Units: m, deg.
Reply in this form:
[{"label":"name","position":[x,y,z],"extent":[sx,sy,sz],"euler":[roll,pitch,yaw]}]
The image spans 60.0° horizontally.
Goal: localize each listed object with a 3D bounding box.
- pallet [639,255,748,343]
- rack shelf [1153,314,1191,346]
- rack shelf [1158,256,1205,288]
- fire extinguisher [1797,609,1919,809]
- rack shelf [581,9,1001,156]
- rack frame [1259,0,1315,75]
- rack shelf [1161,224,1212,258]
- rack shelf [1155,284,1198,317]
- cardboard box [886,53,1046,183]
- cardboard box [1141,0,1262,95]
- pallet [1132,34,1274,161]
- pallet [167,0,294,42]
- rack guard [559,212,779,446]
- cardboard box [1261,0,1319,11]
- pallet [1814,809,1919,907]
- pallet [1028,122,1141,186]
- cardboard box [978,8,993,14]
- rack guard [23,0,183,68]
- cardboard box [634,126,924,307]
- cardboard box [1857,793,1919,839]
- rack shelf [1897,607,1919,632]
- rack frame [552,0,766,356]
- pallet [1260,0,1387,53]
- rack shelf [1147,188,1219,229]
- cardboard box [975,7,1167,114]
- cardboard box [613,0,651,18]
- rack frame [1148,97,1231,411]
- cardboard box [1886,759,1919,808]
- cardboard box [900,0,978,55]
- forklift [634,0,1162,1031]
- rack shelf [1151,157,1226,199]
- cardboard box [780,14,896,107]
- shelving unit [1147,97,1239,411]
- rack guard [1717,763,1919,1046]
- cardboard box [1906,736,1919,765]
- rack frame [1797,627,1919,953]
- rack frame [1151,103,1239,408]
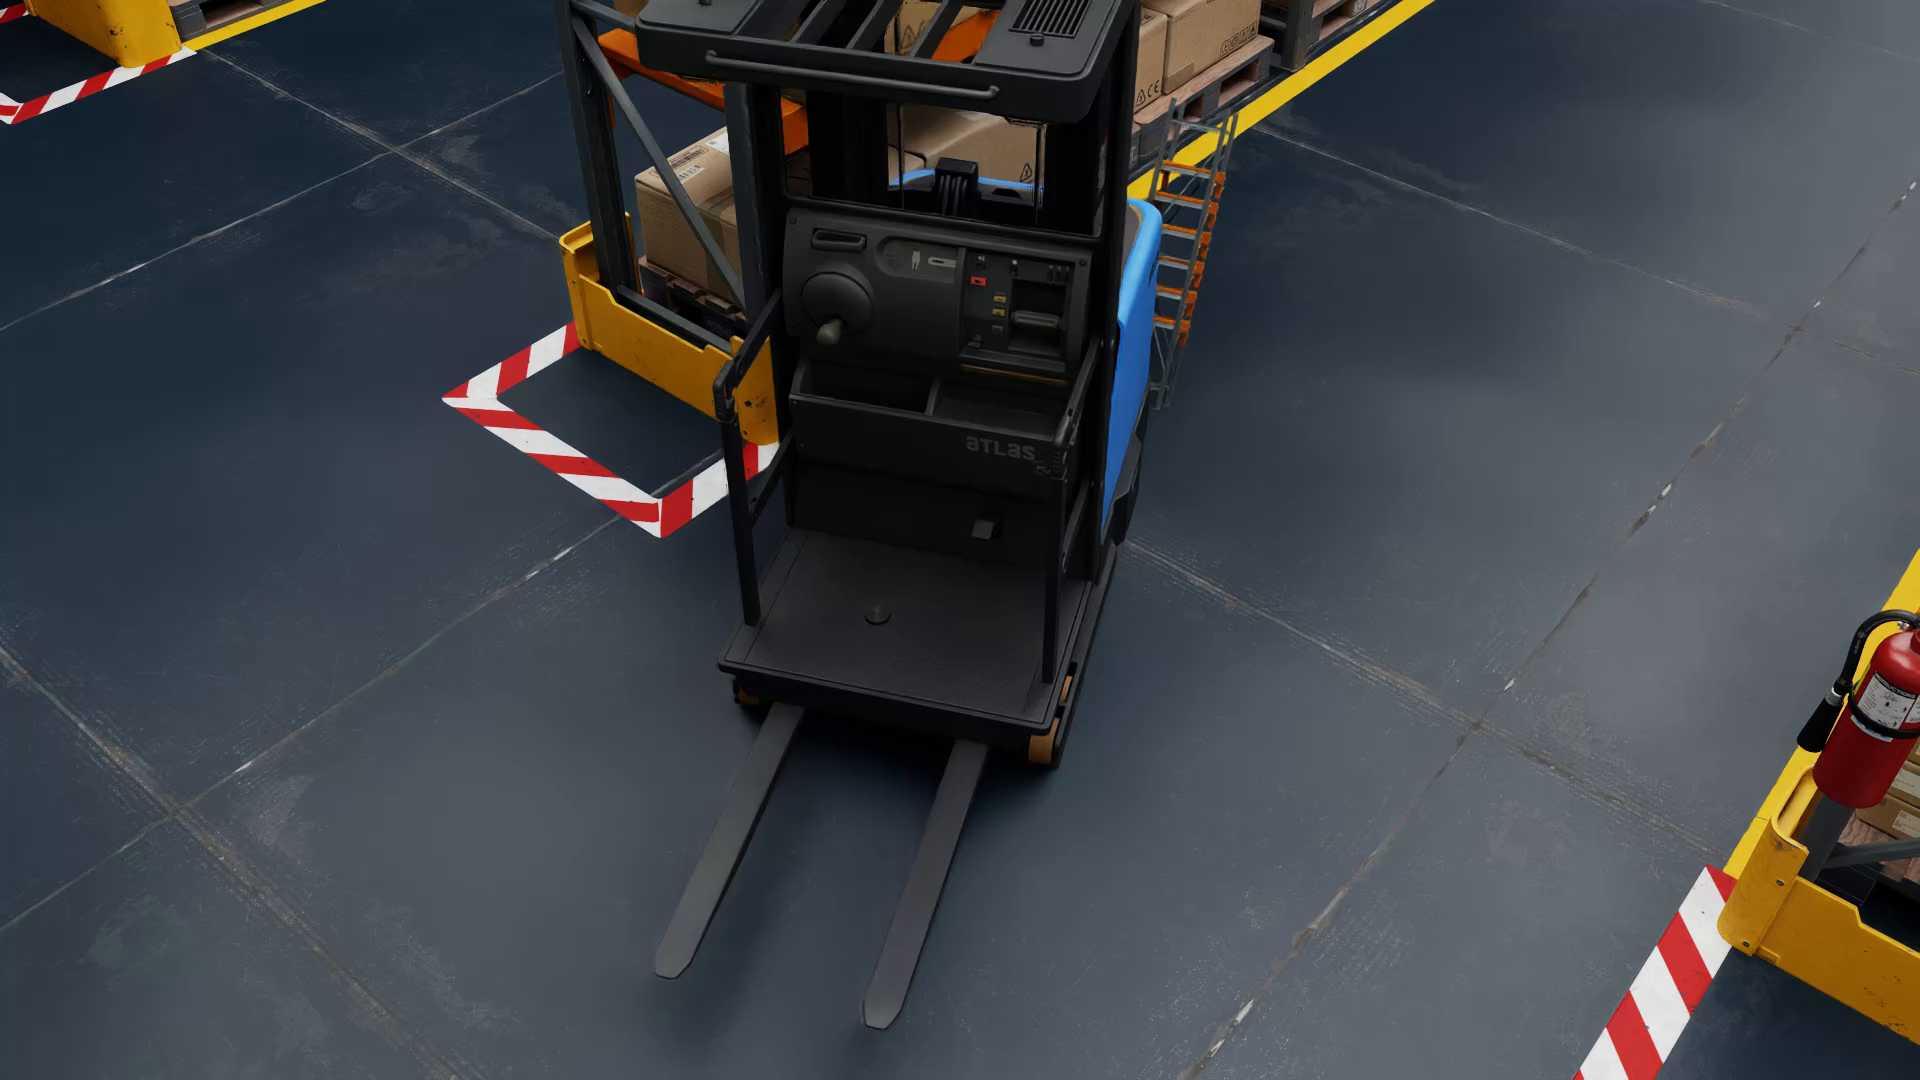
[{"label":"pallet","position":[-0.653,-1.238,7.455],"extent":[1.003,0.211,1.213],"euler":[29,50,28]},{"label":"rack shelf","position":[0.785,-0.862,6.725],"extent":[0.258,0.103,0.180],"euler":[16,12,17]},{"label":"rack shelf","position":[0.834,-1.092,6.677],"extent":[0.258,0.103,0.180],"euler":[16,12,17]},{"label":"fire extinguisher","position":[2.230,0.364,3.955],"extent":[0.296,0.674,0.183],"euler":[29,50,28]},{"label":"rack shelf","position":[0.179,-2.588,7.401],"extent":[1.077,0.370,4.000],"euler":[29,50,28]},{"label":"rack frame","position":[1.466,-3.884,8.291],"extent":[1.000,3.000,0.127],"euler":[29,50,28]},{"label":"rack shelf","position":[0.859,-1.207,6.653],"extent":[0.258,0.103,0.180],"euler":[16,12,17]},{"label":"rack shelf","position":[0.809,-0.977,6.701],"extent":[0.258,0.103,0.180],"euler":[16,12,17]},{"label":"cardboard box","position":[-0.177,-1.889,7.691],"extent":[0.875,0.438,0.875],"euler":[31,51,29]},{"label":"cardboard box","position":[0.980,-2.814,8.708],"extent":[0.875,0.438,0.875],"euler":[29,50,28]},{"label":"pallet","position":[0.917,-2.494,8.836],"extent":[1.003,0.211,1.213],"euler":[29,50,28]},{"label":"pallet","position":[-4.348,-3.389,9.821],"extent":[1.003,0.211,1.213],"euler":[29,50,28]},{"label":"rack guard","position":[-1.123,-0.887,6.854],"extent":[1.175,0.500,0.348],"euler":[29,50,28]},{"label":"cardboard box","position":[1.804,-3.607,9.254],"extent":[0.875,0.875,0.875],"euler":[31,51,30]},{"label":"pallet","position":[3.345,0.857,5.151],"extent":[1.003,0.211,1.213],"euler":[29,50,28]},{"label":"pallet","position":[0.132,-1.863,8.142],"extent":[1.003,0.211,1.213],"euler":[29,50,28]},{"label":"cardboard box","position":[0.066,-2.510,6.707],"extent":[0.500,0.500,0.500],"euler":[29,50,28]},{"label":"rack guard","position":[-4.861,-3.085,9.272],"extent":[1.175,0.500,0.348],"euler":[29,50,28]},{"label":"cardboard box","position":[-0.760,-1.415,7.168],"extent":[0.875,0.438,0.875],"euler":[28,49,27]},{"label":"cardboard box","position":[2.925,0.805,4.942],"extent":[0.380,0.149,0.250],"euler":[30,50,29]},{"label":"rack shelf","position":[4.033,-0.497,5.101],"extent":[1.077,0.370,4.000],"euler":[29,50,28]},{"label":"rack frame","position":[-1.108,-1.824,6.026],"extent":[1.000,3.000,0.127],"euler":[29,50,28]},{"label":"pallet","position":[1.905,-3.282,9.702],"extent":[1.003,0.211,1.213],"euler":[29,50,28]},{"label":"rack shelf","position":[0.884,-1.322,6.629],"extent":[0.258,0.103,0.180],"euler":[16,12,17]},{"label":"cardboard box","position":[0.404,-2.353,8.200],"extent":[0.875,0.438,0.875],"euler":[28,49,27]},{"label":"cardboard box","position":[-1.000,-2.224,6.392],"extent":[0.500,0.500,0.500],"euler":[30,50,29]},{"label":"rack frame","position":[0.814,-1.123,6.582],"extent":[0.240,1.200,0.006],"euler":[16,12,17]},{"label":"cardboard box","position":[2.867,0.661,4.879],"extent":[0.380,0.149,0.250],"euler":[28,49,27]},{"label":"cardboard box","position":[-0.275,-2.256,6.428],"extent":[0.500,0.500,0.500],"euler":[29,50,28]},{"label":"forklift","position":[-0.131,-0.643,4.779],"extent":[1.130,2.935,3.031],"euler":[10,43,11]},{"label":"rack shelf","position":[0.909,-1.437,6.605],"extent":[0.258,0.103,0.180],"euler":[16,12,17]},{"label":"cardboard box","position":[-0.579,-1.984,6.128],"extent":[0.500,0.500,0.500],"euler":[29,50,28]},{"label":"shelving unit","position":[0.843,-1.135,6.668],"extent":[0.258,1.200,0.189],"euler":[16,12,17]},{"label":"rack guard","position":[2.795,1.153,4.610],"extent":[1.175,0.500,0.348],"euler":[29,50,28]},{"label":"cardboard box","position":[2.892,0.564,4.765],"extent":[0.380,0.149,0.250],"euler":[30,50,29]},{"label":"rack frame","position":[2.746,0.267,3.727],"extent":[1.000,3.000,0.127],"euler":[29,50,28]},{"label":"rack frame","position":[0.873,-1.146,6.754],"extent":[0.240,1.200,0.006],"euler":[16,12,17]}]
